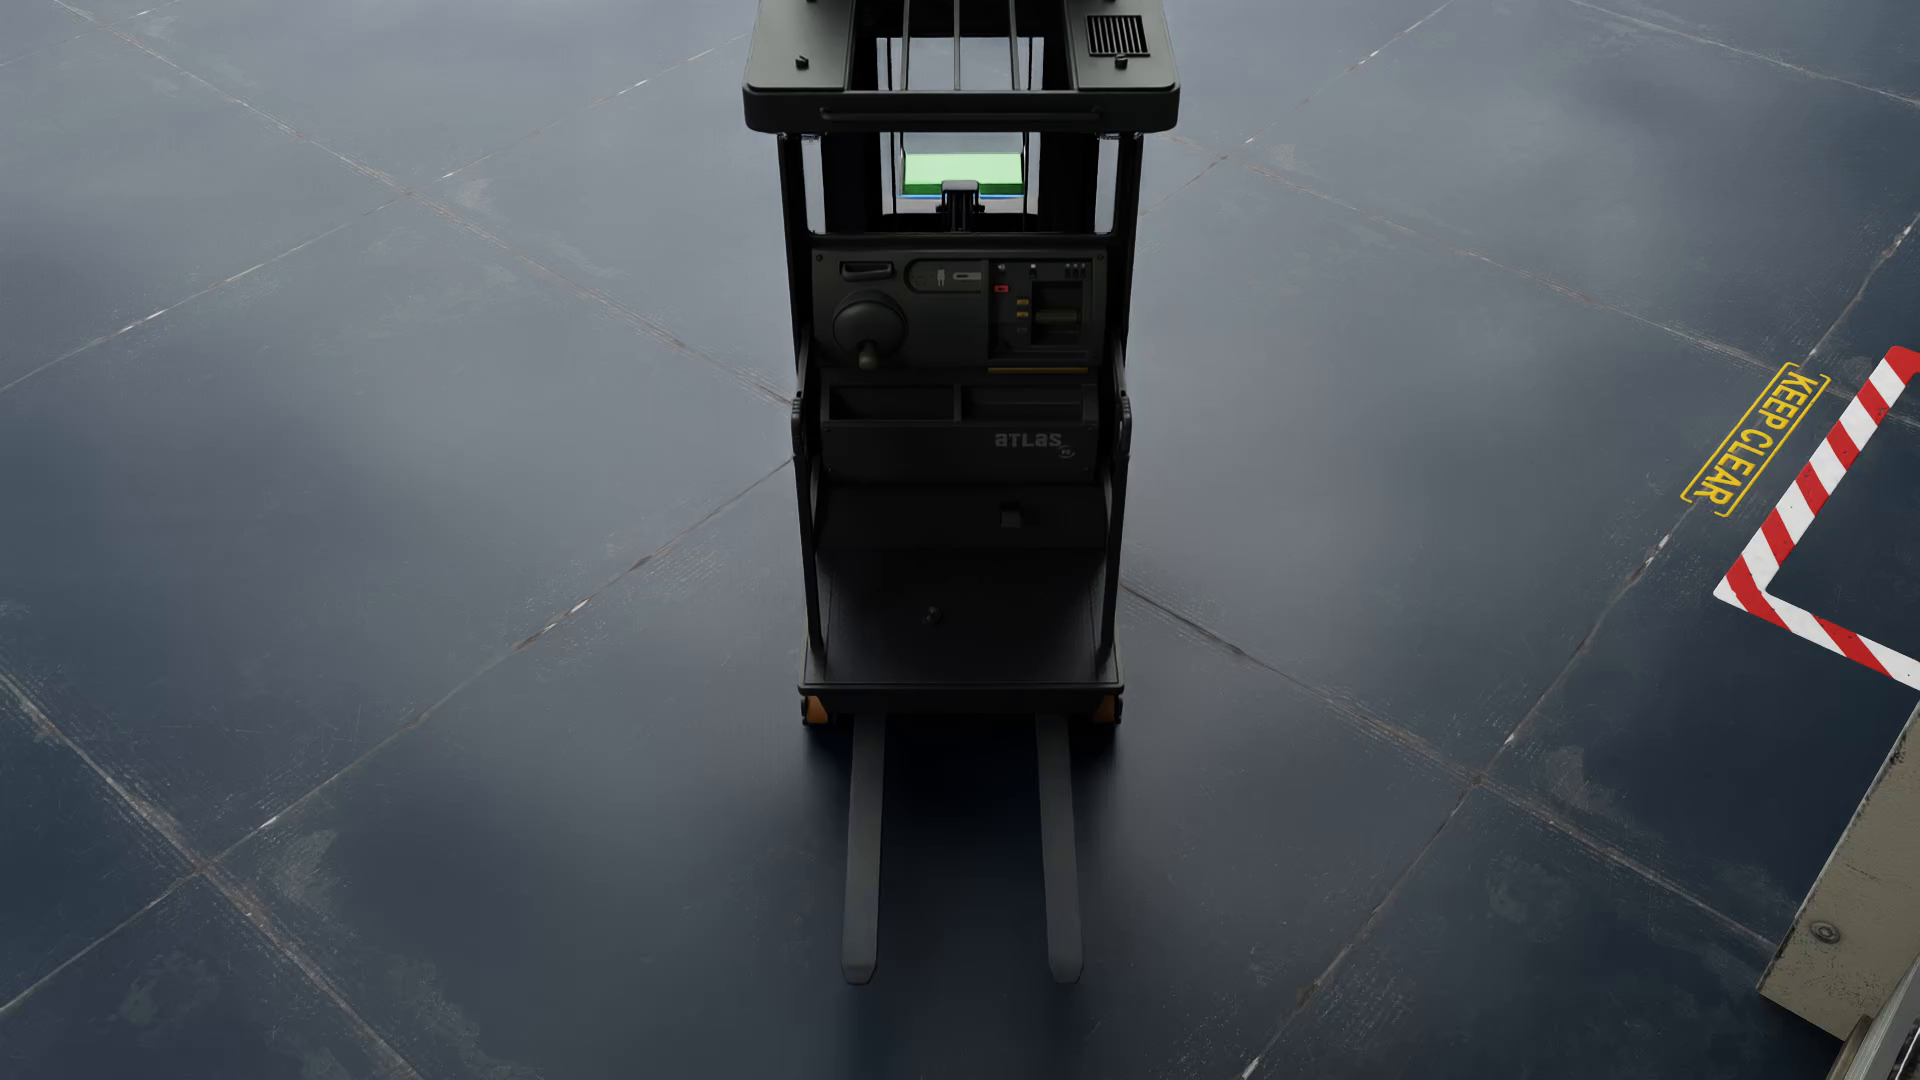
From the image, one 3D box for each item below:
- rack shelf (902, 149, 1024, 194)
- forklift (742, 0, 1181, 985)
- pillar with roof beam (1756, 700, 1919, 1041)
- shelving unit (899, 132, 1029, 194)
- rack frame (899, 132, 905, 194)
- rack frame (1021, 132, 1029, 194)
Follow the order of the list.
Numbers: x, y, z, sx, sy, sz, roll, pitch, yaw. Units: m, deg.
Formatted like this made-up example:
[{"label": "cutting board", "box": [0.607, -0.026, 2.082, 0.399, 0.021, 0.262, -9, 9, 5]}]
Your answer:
[{"label": "rack shelf", "box": [0.013, -1.432, 6.646, 0.480, 0.148, 0.258, 0, 42, -1]}, {"label": "forklift", "box": [0.002, -0.649, 5.116, 1.130, 2.935, 3.031, 0, 42, 0]}, {"label": "pillar with roof beam", "box": [-0.626, -3.857, 4.133, 9.100, 9.000, 0.400, 29, 50, 28]}, {"label": "shelving unit", "box": [0.013, -1.125, 6.925, 0.503, 1.200, 0.258, 0, 42, -1]}, {"label": "rack frame", "box": [-0.231, -1.122, 6.923, 0.015, 1.200, 0.240, 0, 42, -1]}, {"label": "rack frame", "box": [0.257, -1.127, 6.928, 0.015, 1.200, 0.240, 0, 42, -1]}]
